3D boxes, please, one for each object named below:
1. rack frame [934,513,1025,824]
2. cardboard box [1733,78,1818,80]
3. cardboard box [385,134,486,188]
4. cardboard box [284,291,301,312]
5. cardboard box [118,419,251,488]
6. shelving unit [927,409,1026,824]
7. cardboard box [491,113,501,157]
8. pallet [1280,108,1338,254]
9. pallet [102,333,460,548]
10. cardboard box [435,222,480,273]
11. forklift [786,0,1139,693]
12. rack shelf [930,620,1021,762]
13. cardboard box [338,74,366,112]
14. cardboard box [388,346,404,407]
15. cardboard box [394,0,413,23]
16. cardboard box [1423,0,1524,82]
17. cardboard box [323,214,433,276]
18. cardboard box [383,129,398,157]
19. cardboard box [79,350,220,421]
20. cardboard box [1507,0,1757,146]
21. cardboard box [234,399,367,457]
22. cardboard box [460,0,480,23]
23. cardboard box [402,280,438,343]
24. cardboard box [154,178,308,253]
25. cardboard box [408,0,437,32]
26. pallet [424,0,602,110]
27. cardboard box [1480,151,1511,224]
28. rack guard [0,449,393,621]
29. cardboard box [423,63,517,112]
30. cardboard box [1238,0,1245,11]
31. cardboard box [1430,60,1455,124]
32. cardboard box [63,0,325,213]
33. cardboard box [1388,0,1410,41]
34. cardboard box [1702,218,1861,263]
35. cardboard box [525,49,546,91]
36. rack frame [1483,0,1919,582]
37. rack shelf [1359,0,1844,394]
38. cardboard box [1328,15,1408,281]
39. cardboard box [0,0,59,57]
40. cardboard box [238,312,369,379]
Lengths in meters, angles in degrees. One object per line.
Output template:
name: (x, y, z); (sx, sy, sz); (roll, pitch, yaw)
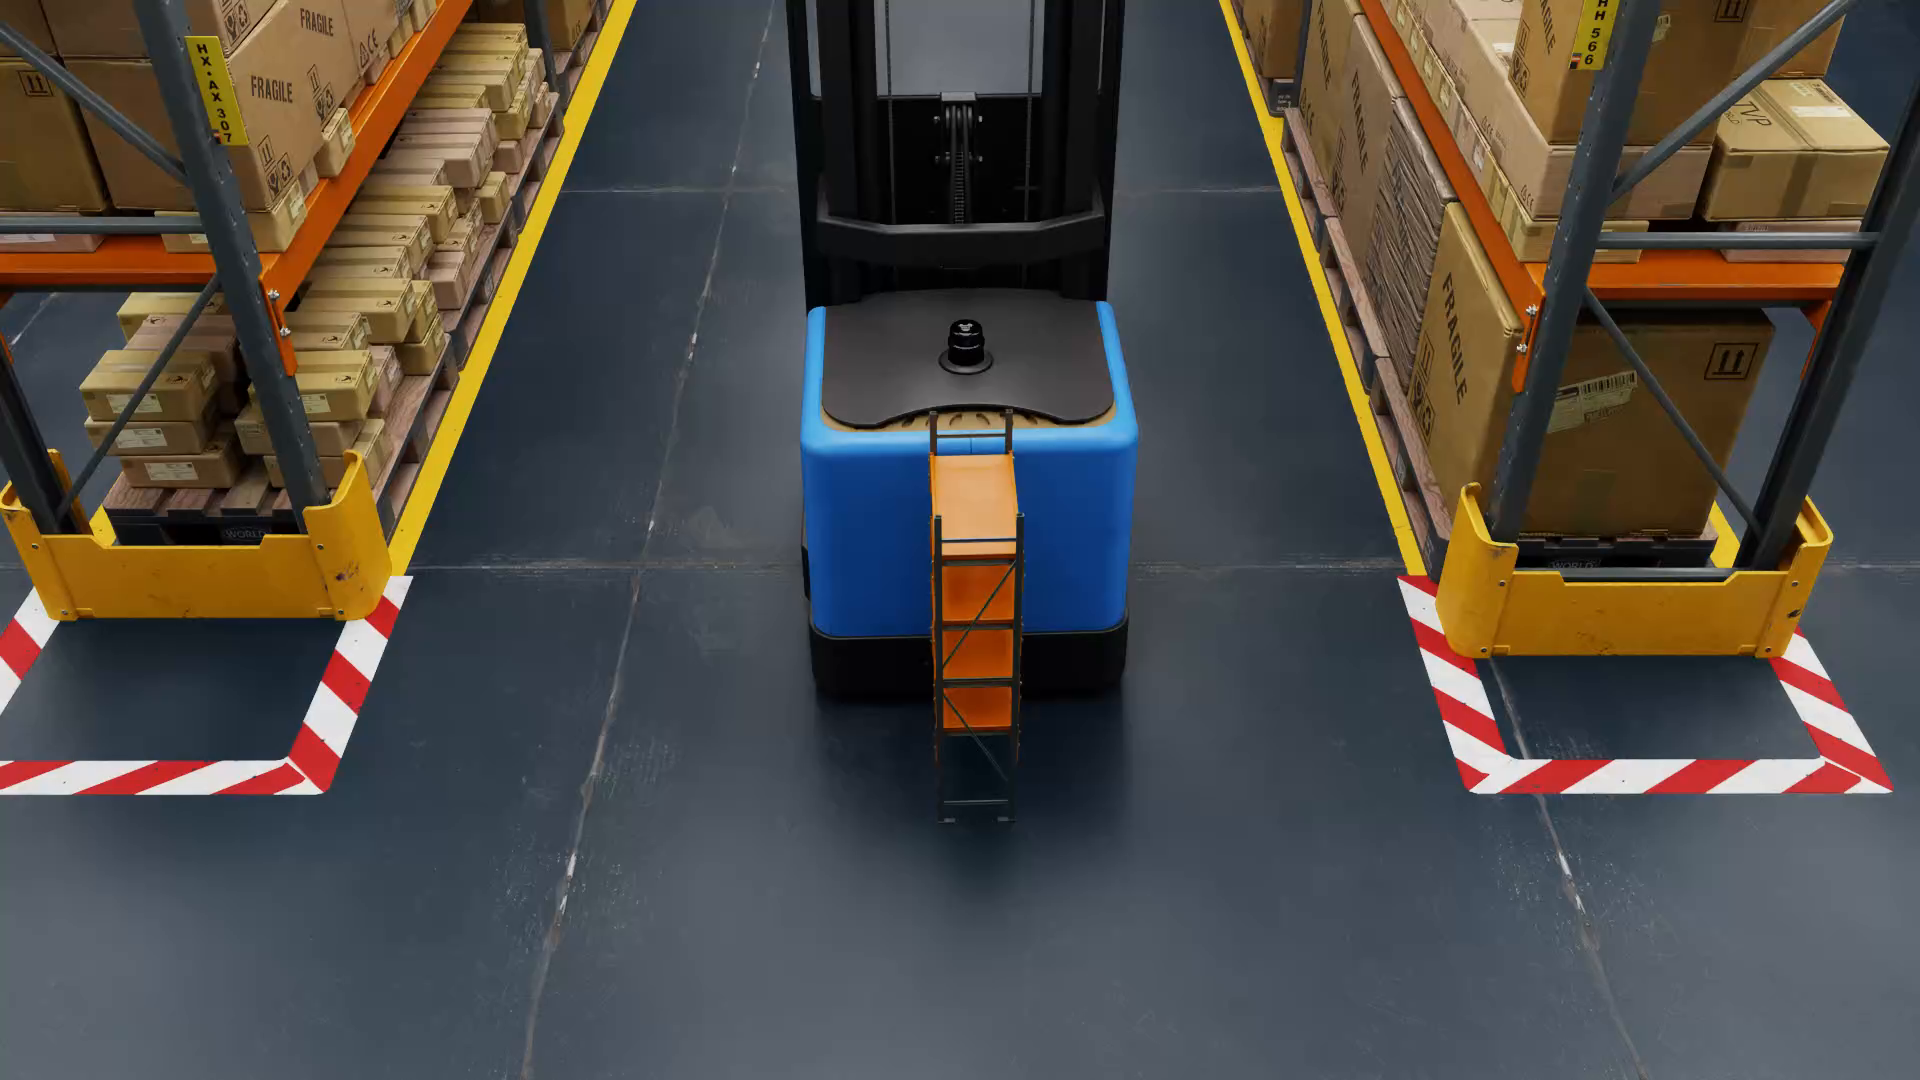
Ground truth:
rack frame: (0.051, 0.404, 4.787); (0.240, 1.200, 0.015); (-1, 39, -2)
cardboard box: (2.550, -1.568, 5.690); (0.500, 0.250, 0.500); (0, 39, -1)
cardboard box: (-2.341, -1.692, 7.430); (0.380, 0.149, 0.250); (-1, 39, -2)
cardboard box: (-2.858, -0.935, 6.724); (0.380, 0.149, 0.250); (0, 39, -1)
cardboard box: (-2.881, -0.325, 6.201); (0.380, 0.149, 0.250); (1, 39, 1)
shelving unit: (0.042, 0.251, 4.977); (0.258, 1.200, 0.503); (-1, 39, -2)
cardboard box: (-2.426, -1.923, 7.957); (0.380, 0.149, 0.250); (0, 39, 0)
pallet: (2.206, -1.823, 8.355); (1.003, 0.211, 1.213); (0, 39, 0)
pallet: (-2.638, -0.412, 6.595); (1.003, 0.211, 1.213); (0, 39, 0)
cardboard box: (-2.368, -1.291, 7.406); (0.380, 0.149, 0.250); (0, 39, 0)
forklift: (-0.024, -1.537, 5.824); (1.130, 2.935, 3.031); (-1, 39, -2)
rack shelf: (0.042, 0.459, 5.143); (0.258, 0.148, 0.480); (-1, 39, -2)
cardboard box: (-2.446, -1.708, 6.184); (0.380, 0.149, 0.250); (0, 39, 0)
cardboard box: (-2.442, -0.643, 6.597); (0.380, 0.149, 0.250); (0, 39, 0)
cardboard box: (-2.417, -2.340, 6.454); (0.500, 0.500, 0.500); (-1, 39, -1)
cardboard box: (2.021, -1.881, 6.080); (0.500, 0.250, 0.500); (-1, 39, -2)
cardboard box: (-2.400, -1.214, 6.835); (0.380, 0.149, 0.250); (1, 39, 2)
cardboard box: (-2.873, -1.907, 7.937); (0.380, 0.149, 0.250); (-2, 39, -2)
cardboard box: (-2.926, -0.559, 6.017); (0.380, 0.149, 0.250); (0, 39, 0)
cardboard box: (2.024, -1.539, 5.055); (0.500, 0.500, 0.500); (0, 39, 1)
cardboard box: (-2.416, -0.440, 6.106); (0.380, 0.149, 0.250); (1, 39, 2)
cardboard box: (-2.930, -3.097, 9.379); (0.500, 0.500, 0.500); (-1, 39, -1)
cardboard box: (-2.341, -0.925, 6.711); (0.380, 0.149, 0.250); (1, 39, 1)
cardboard box: (-2.345, -1.049, 5.362); (0.380, 0.149, 0.250); (0, 39, 0)
cardboard box: (-2.369, -2.192, 6.787); (0.380, 0.149, 0.250); (1, 39, 1)
pallet: (-2.679, -2.845, 9.631); (1.003, 0.211, 1.213); (0, 39, 0)
cardboard box: (1.956, -1.172, 5.514); (0.380, 0.149, 0.250); (0, 39, 0)
rack guard: (-2.672, -0.017, 5.871); (1.175, 0.500, 0.348); (0, 39, 0)
cardboard box: (-2.369, -2.192, 8.054); (0.380, 0.149, 0.250); (0, 39, 0)
cardboard box: (2.261, -3.680, 9.807); (1.225, 0.875, 0.875); (-1, 39, -2)
cardboard box: (1.956, -1.648, 6.109); (0.380, 0.149, 0.250); (-1, 39, -1)
cardboard box: (-2.396, -1.380, 5.256); (0.500, 0.500, 0.500); (2, 39, 2)
cardboard box: (1.954, -2.128, 6.708); (0.380, 0.149, 0.250); (-1, 39, -1)
cardboard box: (2.617, -1.009, 5.311); (0.380, 0.149, 0.250); (0, 39, 0)
cardboard box: (-2.359, -2.417, 8.573); (0.380, 0.149, 0.250); (1, 39, 1)
rack frame: (2.288, -0.885, 4.955); (1.000, 3.000, 0.127); (0, 39, 0)
rack shelf: (2.286, -1.855, 6.741); (1.077, 0.370, 4.000); (0, 39, 0)
cardboard box: (2.205, -1.745, 7.393); (0.875, 0.875, 0.875); (0, 39, 0)
cardboard box: (-2.921, -1.776, 4.950); (0.500, 0.500, 0.500); (-1, 39, -1)
cardboard box: (-2.454, -0.728, 6.228); (0.380, 0.149, 0.250); (1, 39, 1)
